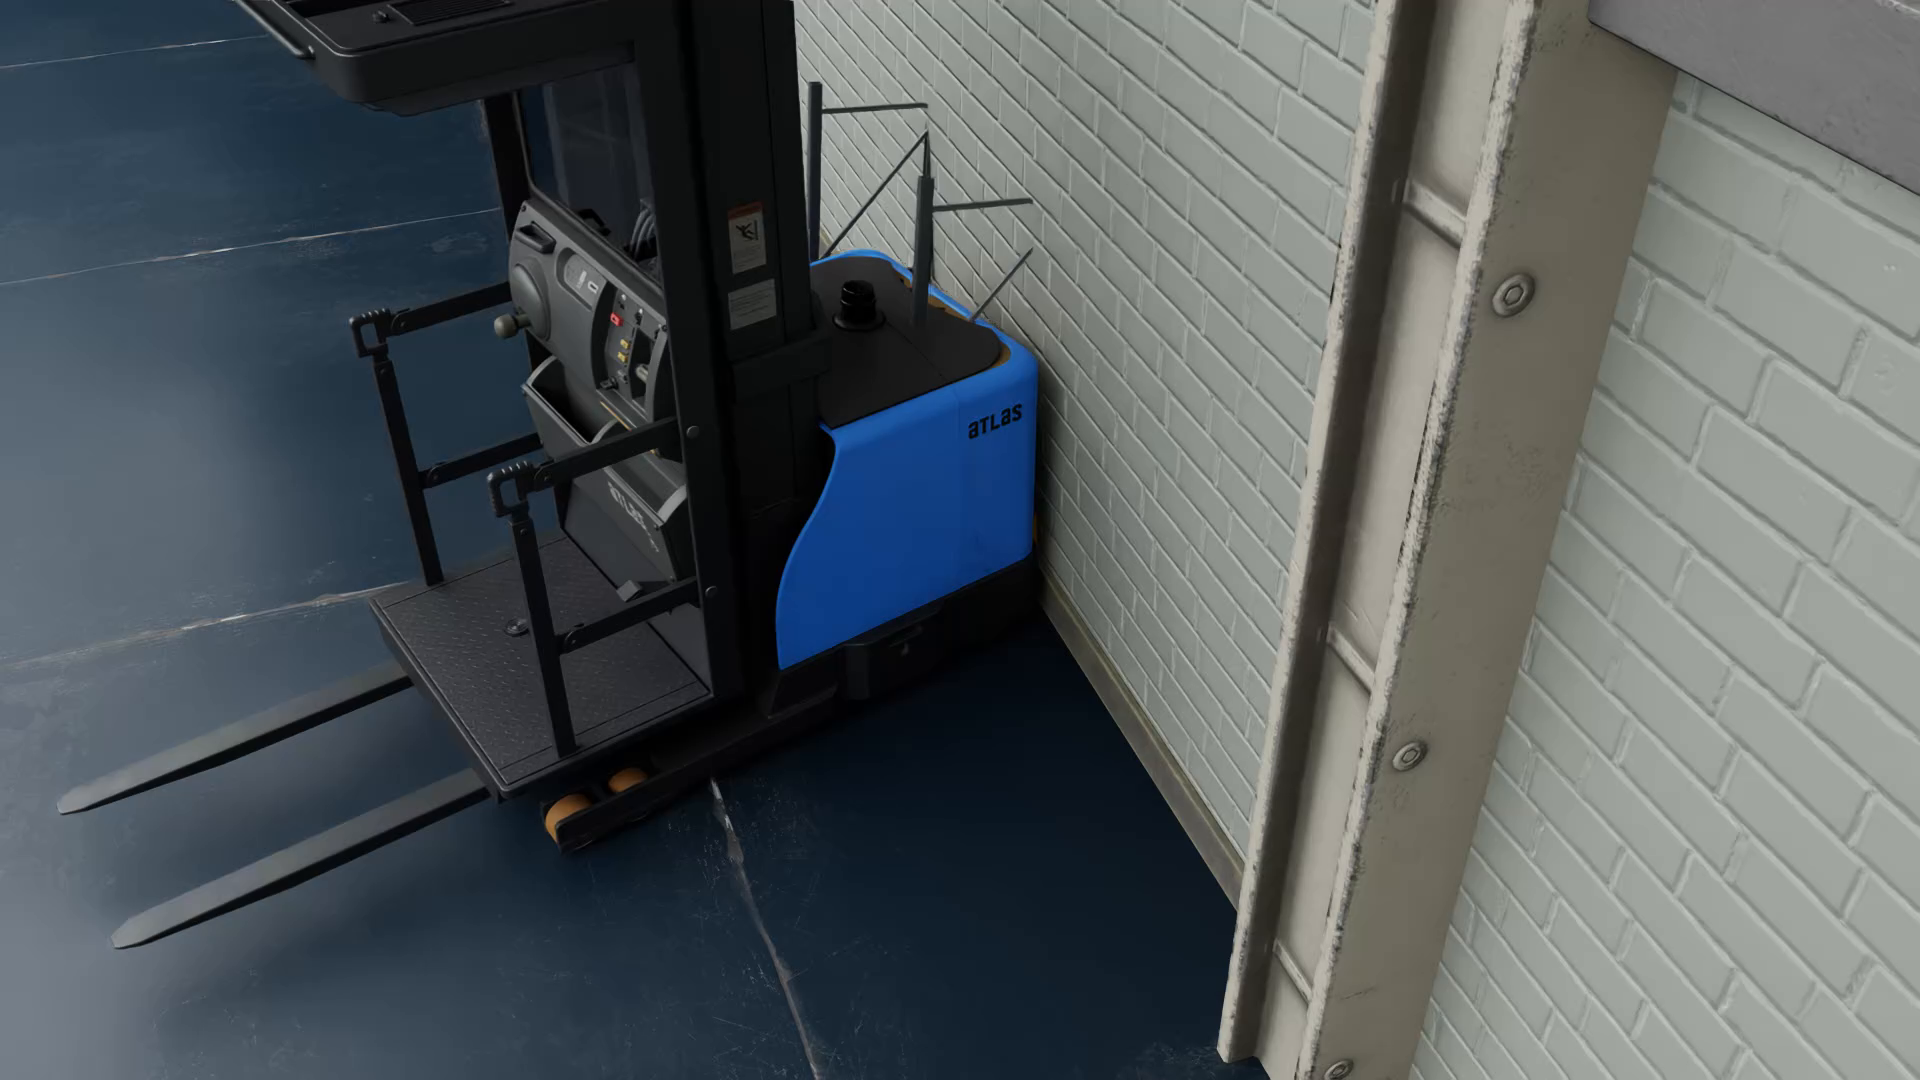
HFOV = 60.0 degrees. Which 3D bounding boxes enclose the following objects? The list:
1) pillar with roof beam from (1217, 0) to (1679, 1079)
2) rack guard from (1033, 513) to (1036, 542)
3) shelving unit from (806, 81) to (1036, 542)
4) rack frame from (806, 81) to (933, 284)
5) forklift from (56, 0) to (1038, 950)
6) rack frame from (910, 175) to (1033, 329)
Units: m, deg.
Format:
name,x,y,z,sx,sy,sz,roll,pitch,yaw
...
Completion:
name,x,y,z,sx,sy,sz,roll,pitch,yaw
pillar with roof beam,-3.145,-1.267,0.453,9.100,9.000,0.400,-12,39,-16
rack guard,0.020,0.031,5.871,0.587,0.250,0.087,-10,34,-22
shelving unit,-0.141,-0.750,5.932,0.587,1.500,1.083,-10,34,-22
rack frame,-0.347,-1.006,6.331,0.500,1.500,0.032,-10,34,-22
forklift,-1.226,-0.602,4.613,3.031,2.935,1.130,-24,43,-28
rack frame,0.059,-0.502,5.547,0.500,1.500,0.032,-10,34,-22
